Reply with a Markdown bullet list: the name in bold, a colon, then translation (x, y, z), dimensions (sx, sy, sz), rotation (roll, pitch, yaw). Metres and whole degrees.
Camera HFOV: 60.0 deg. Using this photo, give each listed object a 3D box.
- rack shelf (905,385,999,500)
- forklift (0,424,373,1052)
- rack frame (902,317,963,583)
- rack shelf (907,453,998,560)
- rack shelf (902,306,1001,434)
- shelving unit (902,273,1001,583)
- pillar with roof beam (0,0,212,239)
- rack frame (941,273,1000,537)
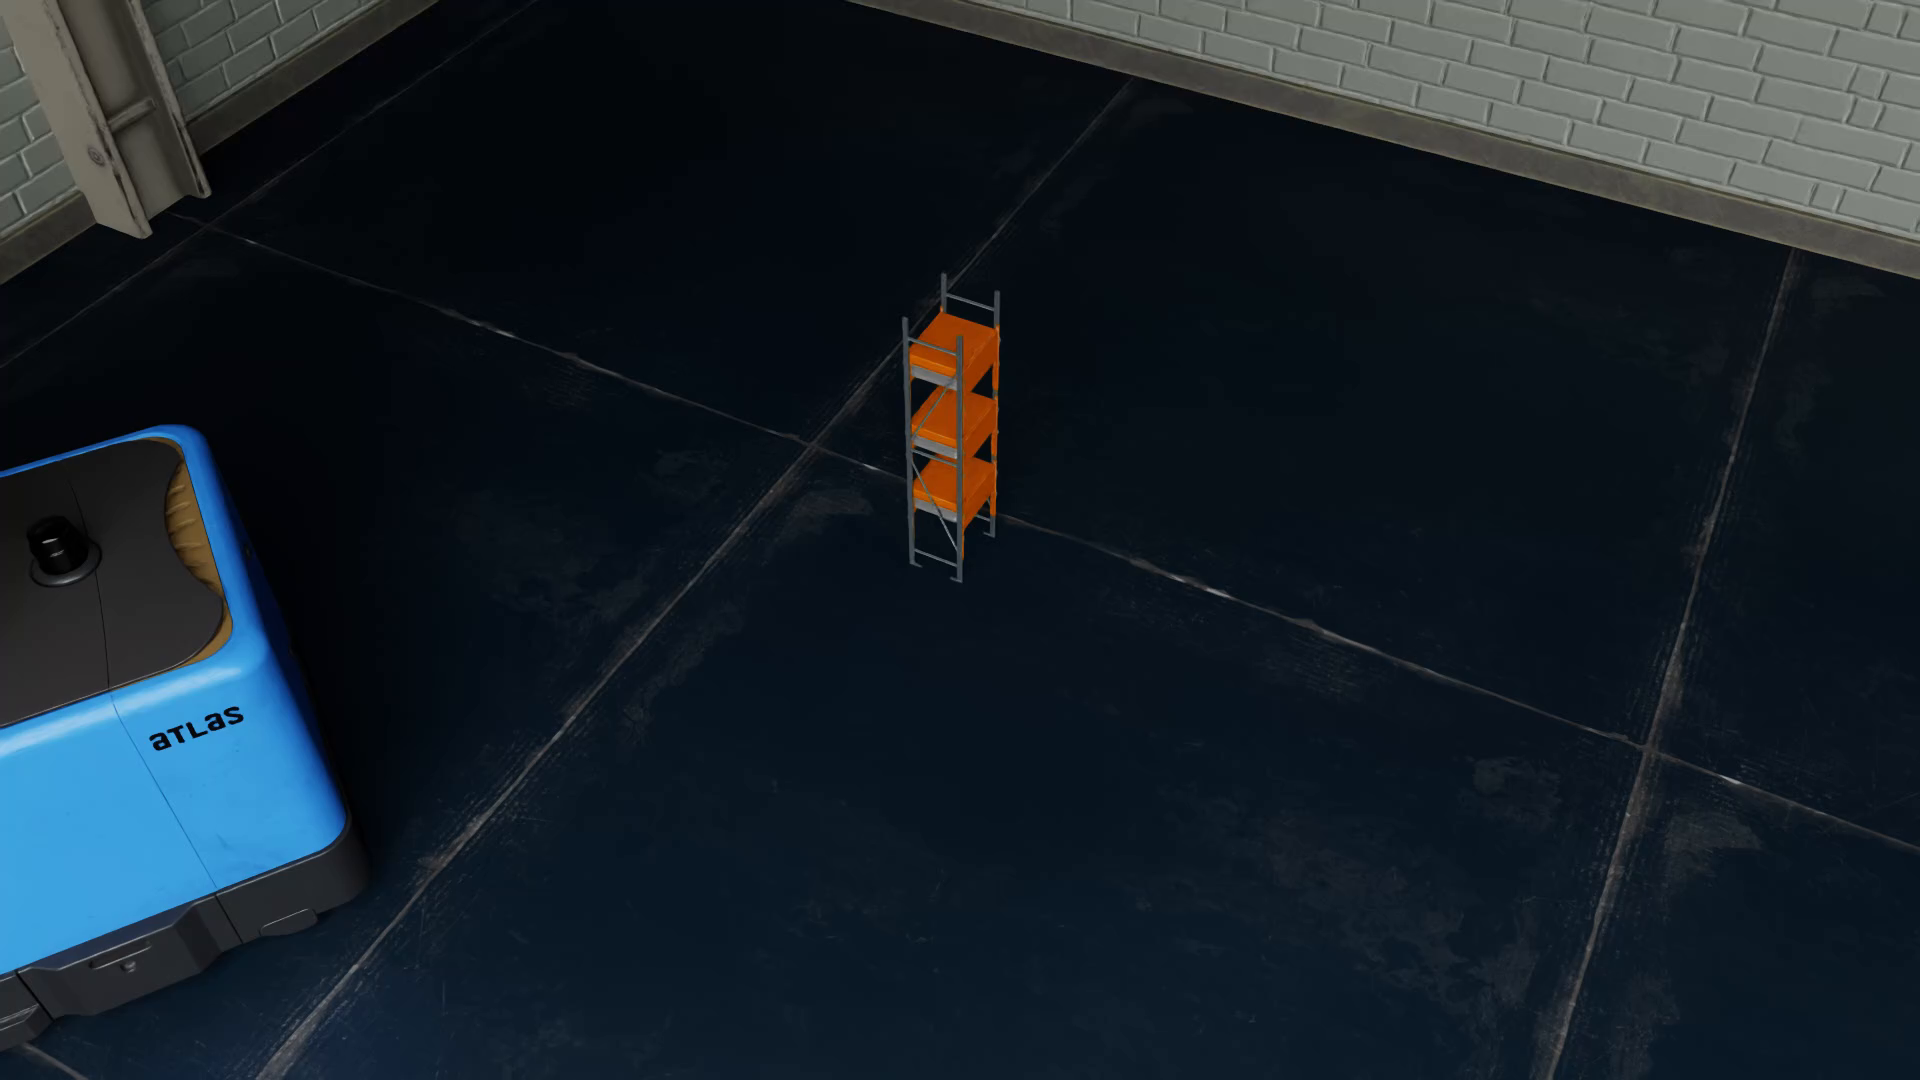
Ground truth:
- **rack shelf**: translation (-0.025, -0.328, 5.351), dimensions (0.215, 0.259, 0.240), rotation (20, 49, 19)
- **forklift**: translation (-3.212, 0.173, 3.519), dimensions (3.031, 2.935, 1.130), rotation (-21, 49, -19)
- **rack frame**: translation (-0.081, -0.258, 5.267), dimensions (0.200, 1.050, 0.008), rotation (20, 49, 19)
- **rack shelf**: translation (-0.025, -0.133, 5.548), dimensions (0.215, 0.259, 0.240), rotation (20, 49, 19)
- **rack shelf**: translation (-0.025, -0.527, 5.149), dimensions (0.215, 0.259, 0.240), rotation (20, 49, 19)
- **shelving unit**: translation (-0.025, -0.335, 5.343), dimensions (0.215, 1.050, 0.252), rotation (20, 49, 19)
- **pillar with roof beam**: translation (0.331, -3.182, 2.568), dimensions (9.100, 9.000, 0.400), rotation (20, 49, 19)
- **rack frame**: translation (0.032, -0.412, 5.419), dimensions (0.200, 1.050, 0.008), rotation (20, 49, 19)
